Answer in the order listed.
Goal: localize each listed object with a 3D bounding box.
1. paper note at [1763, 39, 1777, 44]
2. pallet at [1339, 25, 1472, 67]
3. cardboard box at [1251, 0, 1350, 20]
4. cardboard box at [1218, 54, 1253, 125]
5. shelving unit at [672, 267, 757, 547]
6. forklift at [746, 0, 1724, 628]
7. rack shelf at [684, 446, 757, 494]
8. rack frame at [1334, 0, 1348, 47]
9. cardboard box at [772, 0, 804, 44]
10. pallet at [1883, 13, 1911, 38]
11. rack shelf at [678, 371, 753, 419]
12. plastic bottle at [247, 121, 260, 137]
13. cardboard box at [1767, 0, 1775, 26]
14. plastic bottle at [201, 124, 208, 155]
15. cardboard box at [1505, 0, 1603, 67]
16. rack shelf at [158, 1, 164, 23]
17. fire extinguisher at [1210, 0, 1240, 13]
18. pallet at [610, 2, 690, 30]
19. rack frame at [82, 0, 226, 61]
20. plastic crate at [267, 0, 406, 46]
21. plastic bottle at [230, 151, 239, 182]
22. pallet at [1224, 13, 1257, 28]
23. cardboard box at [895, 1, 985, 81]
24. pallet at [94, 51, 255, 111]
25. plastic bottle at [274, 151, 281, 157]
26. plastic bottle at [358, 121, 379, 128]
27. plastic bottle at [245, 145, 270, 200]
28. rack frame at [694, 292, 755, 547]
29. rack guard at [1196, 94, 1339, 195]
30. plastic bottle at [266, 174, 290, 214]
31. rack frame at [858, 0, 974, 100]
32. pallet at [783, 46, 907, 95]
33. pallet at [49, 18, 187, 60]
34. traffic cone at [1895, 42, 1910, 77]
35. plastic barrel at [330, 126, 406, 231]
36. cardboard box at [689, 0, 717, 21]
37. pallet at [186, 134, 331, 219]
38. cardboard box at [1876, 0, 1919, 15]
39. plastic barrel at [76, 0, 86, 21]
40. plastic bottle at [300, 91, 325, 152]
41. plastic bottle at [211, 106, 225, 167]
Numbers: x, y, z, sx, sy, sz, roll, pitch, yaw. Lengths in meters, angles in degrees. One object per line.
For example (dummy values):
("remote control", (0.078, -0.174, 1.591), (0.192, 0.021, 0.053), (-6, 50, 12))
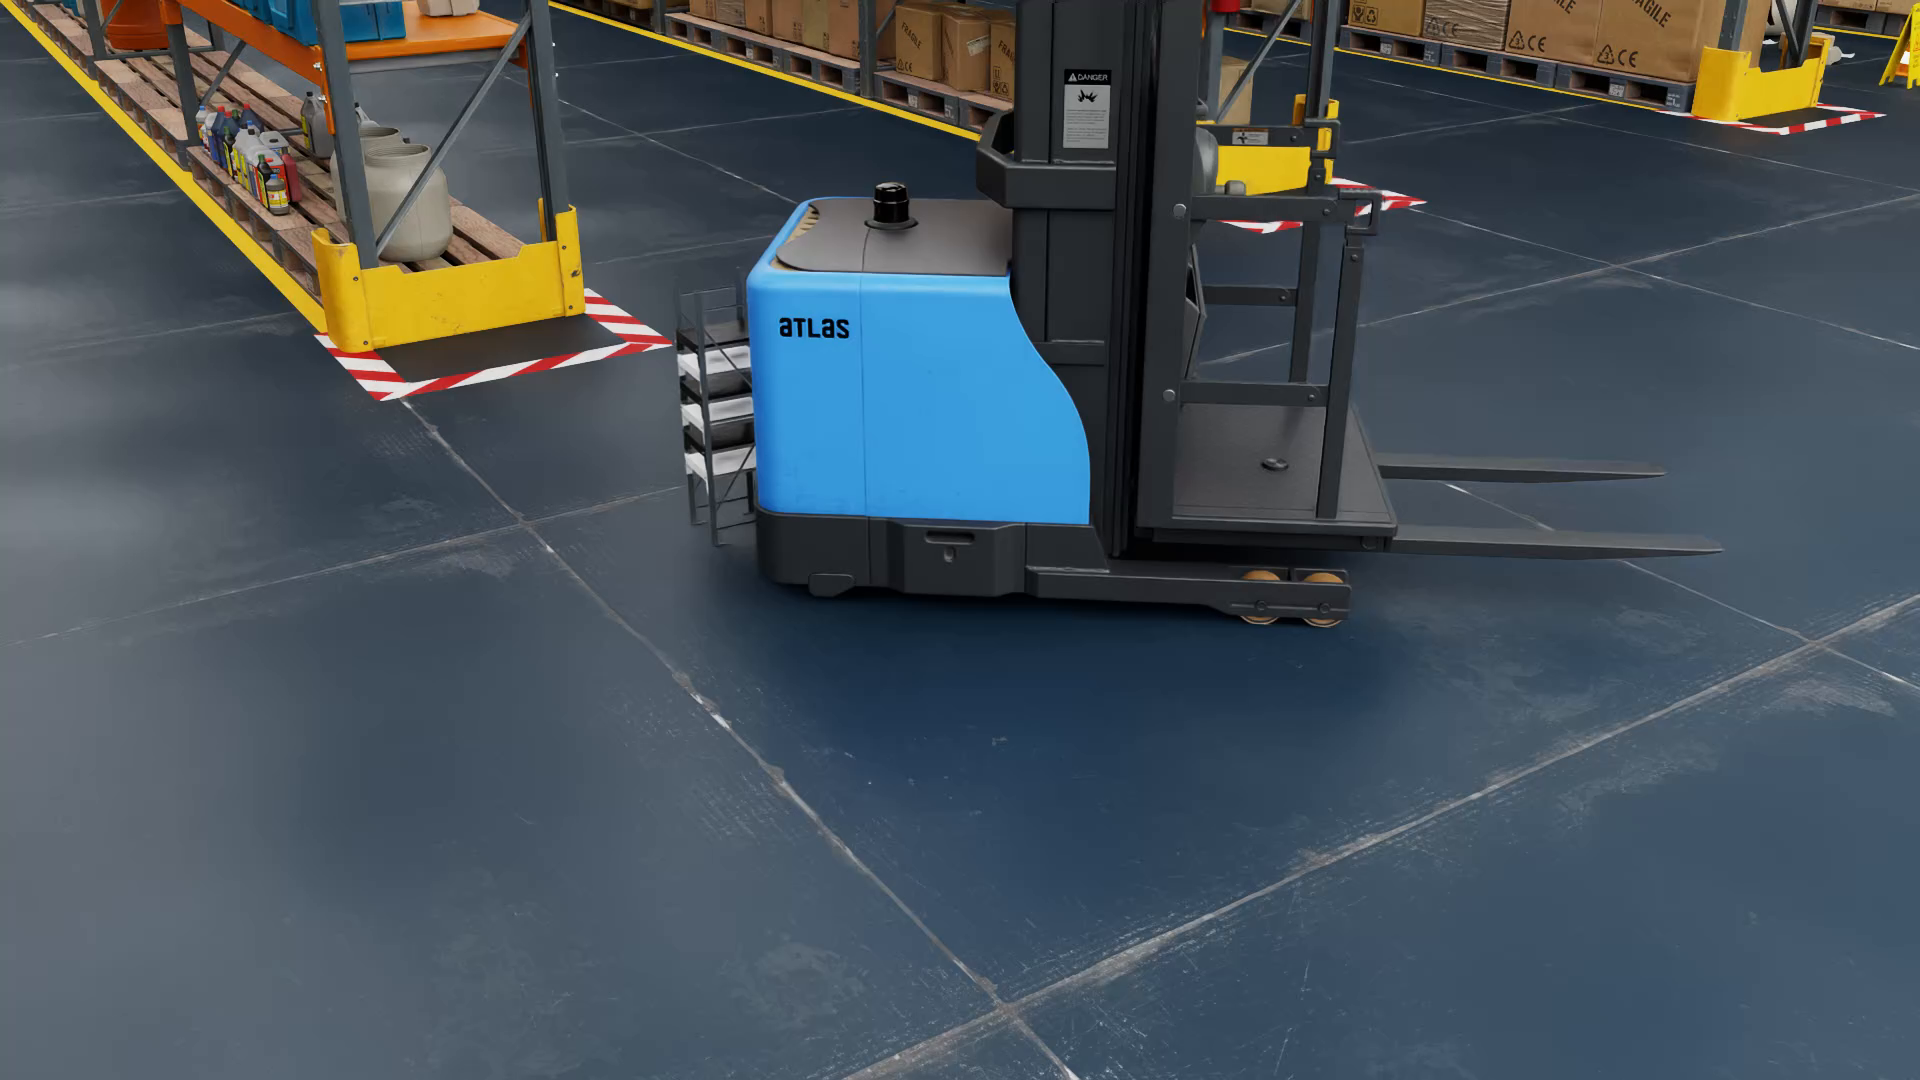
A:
("paper note", (7.627, -4.704, 15.692), (0.148, 0.019, 0.142), (-6, 26, -12))
("pallet", (4.222, -4.528, 15.095), (1.003, 0.211, 1.213), (-16, 29, -30))
("cardboard box", (3.458, -5.453, 15.931), (1.050, 0.750, 0.750), (-16, 29, -30))
("cardboard box", (1.519, -2.816, 10.637), (0.500, 0.500, 0.500), (-10, 27, -20))
("shelving unit", (-0.793, -0.445, 5.639), (0.258, 0.900, 0.210), (-13, 28, -26))
("forklift", (0.894, -1.291, 5.052), (3.031, 2.935, 1.130), (2, 25, 5))
("rack shelf", (-0.793, -0.252, 5.730), (0.258, 0.077, 0.200), (-13, 28, -26))
("rack frame", (3.873, -6.080, 15.115), (1.000, 3.000, 0.127), (-16, 29, -30))
("cardboard box", (-1.206, -4.628, 14.453), (0.700, 0.500, 0.500), (-18, 31, -34))
("pallet", (9.693, -4.904, 15.890), (1.003, 0.211, 1.213), (-16, 29, -30))
("rack shelf", (-0.793, -0.497, 5.615), (0.258, 0.077, 0.200), (-13, 28, -26))
("plastic bottle", (-4.215, -2.362, 9.919), (0.097, 0.271, 0.097), (0, 25, 0))
("cardboard box", (7.068, -4.748, 15.218), (0.637, 0.503, 0.797), (7, 26, 15))
("plastic bottle", (-4.626, -2.487, 10.266), (0.097, 0.201, 0.097), (0, 25, 0))
("cardboard box", (5.149, -4.419, 13.595), (0.875, 0.875, 0.875), (-16, 30, -30))
("rack shelf", (-5.580, -4.196, 11.967), (1.077, 0.370, 4.000), (-16, 29, -30))
("fire extinguisher", (1.522, -3.346, 9.414), (0.296, 0.674, 0.183), (-16, 29, -30))
("pallet", (-2.889, -5.429, 17.003), (1.003, 0.211, 1.213), (-16, 29, -30))
("rack frame", (-6.672, -5.236, 13.328), (1.000, 3.000, 0.127), (-16, 29, -30))
("plastic crate", (-2.828, -2.417, 7.530), (0.499, 0.251, 0.616), (-16, 29, -30))
("plastic bottle", (-4.157, -2.179, 9.616), (0.097, 0.201, 0.097), (0, 25, 0))
("pallet", (2.718, -5.514, 17.183), (1.003, 0.211, 1.213), (-16, 29, -30))
("cardboard box", (-0.153, -3.867, 12.864), (0.500, 0.500, 0.500), (-17, 30, -31))
("pallet", (-6.281, -3.689, 13.317), (1.003, 0.211, 1.213), (-16, 29, -30))
("plastic bottle", (-3.881, -2.111, 9.471), (0.097, 0.201, 0.097), (0, 25, 0))
("plastic bottle", (-3.529, -2.366, 9.924), (0.152, 0.276, 0.135), (-15, 29, -29))
("plastic bottle", (-3.865, -2.043, 9.239), (0.152, 0.276, 0.135), (-16, 30, -31))
("rack frame", (-0.744, -0.408, 5.559), (0.240, 0.900, 0.006), (-13, 28, -26))
("rack guard", (1.804, -2.426, 10.303), (1.175, 0.500, 0.348), (-16, 29, -30))
("plastic bottle", (-3.674, -1.863, 8.945), (0.097, 0.201, 0.097), (0, 25, 0))
("rack frame", (-0.338, -4.960, 12.743), (1.000, 3.000, 0.127), (-16, 29, -30))
("pallet", (-0.764, -3.977, 13.927), (1.003, 0.211, 1.213), (-16, 29, -30))
("pallet", (-7.799, -4.683, 15.424), (1.003, 0.211, 1.213), (-16, 29, -30))
("traffic cone", (8.088, -4.164, 14.029), (0.336, 0.463, 0.334), (-16, 29, -30))
("plastic barrel", (-3.001, -1.837, 8.549), (0.421, 0.512, 0.421), (0, 25, 0))
("cardboard box", (-2.139, -5.224, 15.715), (0.700, 0.500, 0.500), (-17, 30, -32))
("pallet", (-4.156, -2.295, 10.363), (1.003, 0.211, 1.213), (-16, 29, -30))
("cardboard box", (9.206, -5.199, 15.978), (0.500, 0.250, 0.500), (-15, 29, -29))
("plastic barrel", (-7.953, -5.057, 15.371), (0.421, 0.512, 0.421), (0, 25, 0))
("plastic bottle", (-4.016, -2.610, 10.352), (0.144, 0.351, 0.185), (-16, 29, -30))
("plastic bottle", (-4.395, -2.421, 9.953), (0.144, 0.351, 0.185), (-15, 29, -28))
